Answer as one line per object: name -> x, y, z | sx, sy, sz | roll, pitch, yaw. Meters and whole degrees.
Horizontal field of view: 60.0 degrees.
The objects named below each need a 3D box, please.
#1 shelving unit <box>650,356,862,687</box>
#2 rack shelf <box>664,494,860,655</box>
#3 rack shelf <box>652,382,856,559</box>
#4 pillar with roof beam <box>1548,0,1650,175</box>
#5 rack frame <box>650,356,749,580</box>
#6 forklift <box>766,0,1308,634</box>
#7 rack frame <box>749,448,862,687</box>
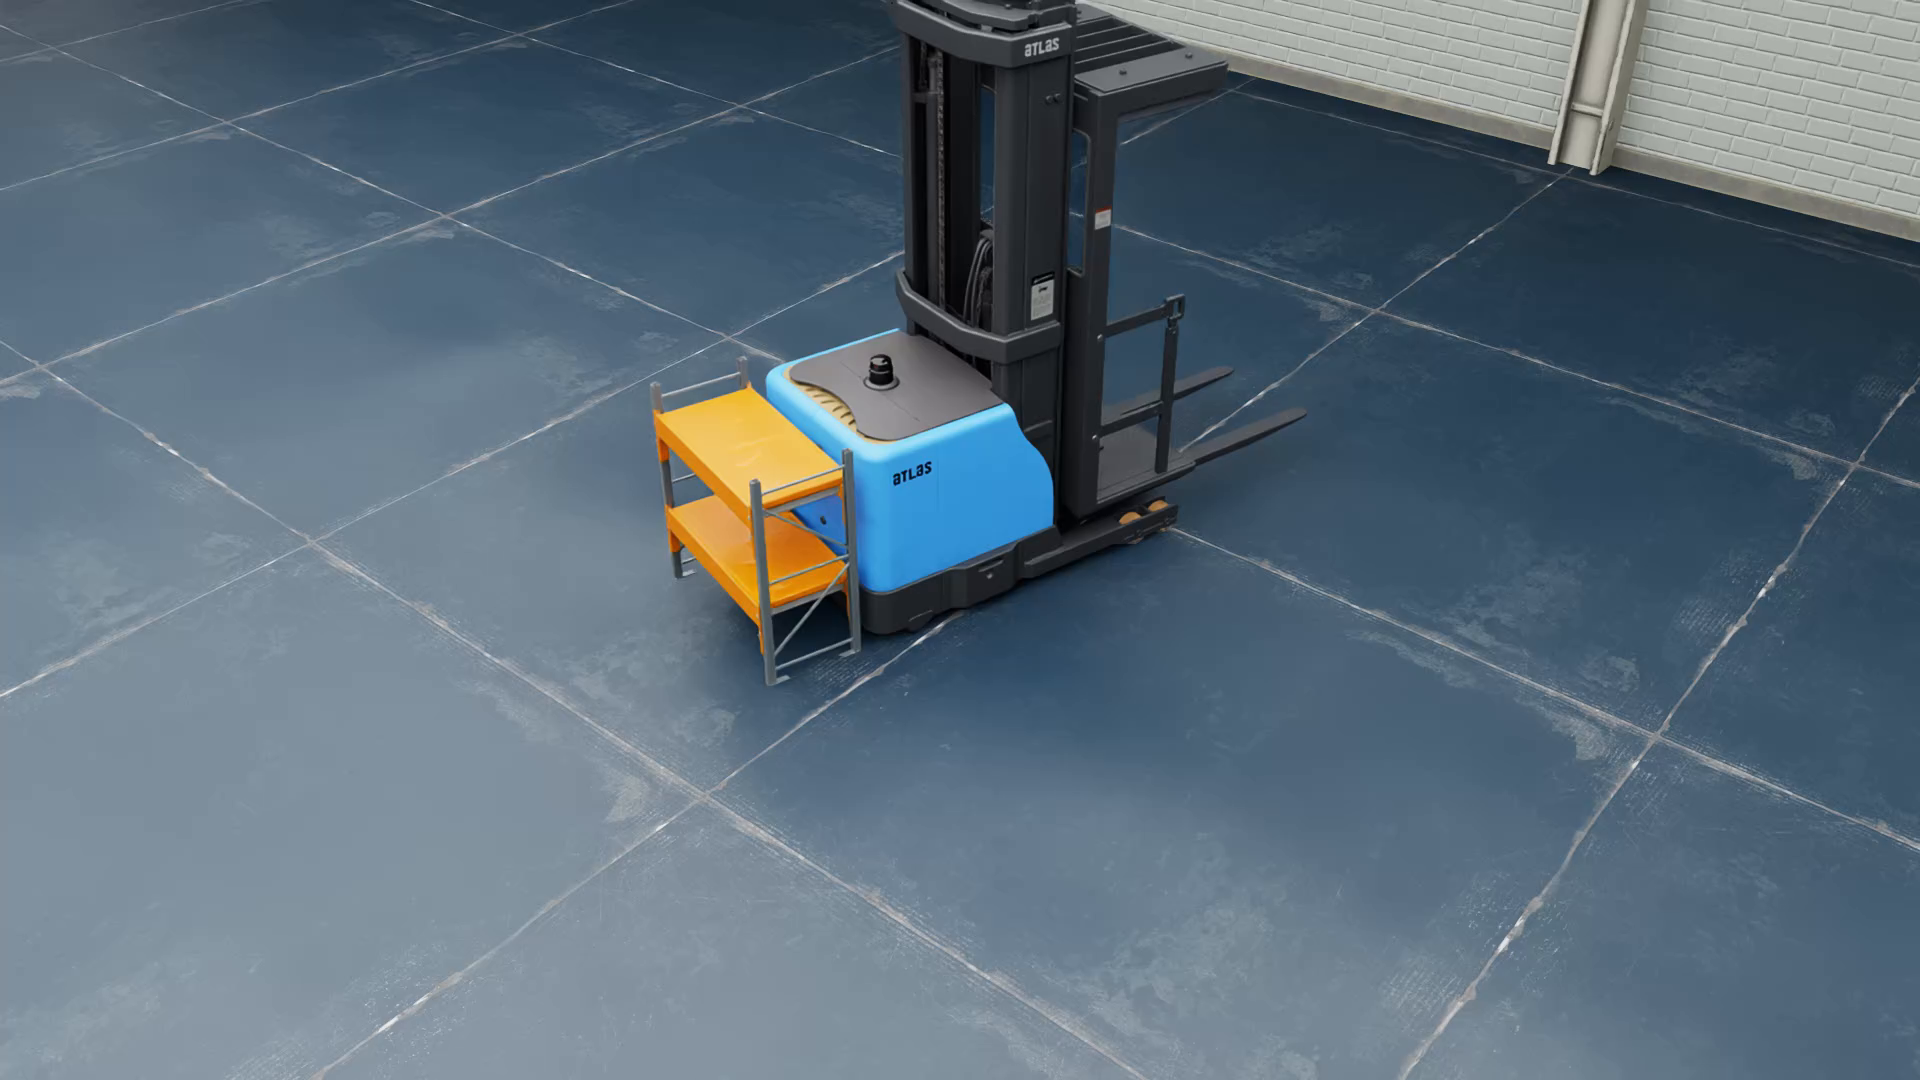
shelving unit -> -0.968, -0.102, 7.905 | 0.538, 1.125, 1.048 | -20, 39, -27
rack shelf -> -0.968, 0.099, 8.044 | 0.538, 0.278, 1.000 | -20, 39, -27
rack shelf -> -0.968, -0.344, 7.740 | 0.538, 0.278, 1.000 | -20, 39, -27
pillar with roof beam -> 2.109, -4.792, 7.778 | 0.400, 9.000, 9.100 | 25, 42, 32
rack frame -> -1.246, -0.343, 8.256 | 0.500, 1.125, 0.032 | -20, 39, -27
forklift -> 0.541, -1.410, 8.213 | 3.031, 2.935, 1.130 | -22, 40, -28
rack frame -> -0.689, 0.138, 7.555 | 0.500, 1.125, 0.032 | -20, 39, -27
